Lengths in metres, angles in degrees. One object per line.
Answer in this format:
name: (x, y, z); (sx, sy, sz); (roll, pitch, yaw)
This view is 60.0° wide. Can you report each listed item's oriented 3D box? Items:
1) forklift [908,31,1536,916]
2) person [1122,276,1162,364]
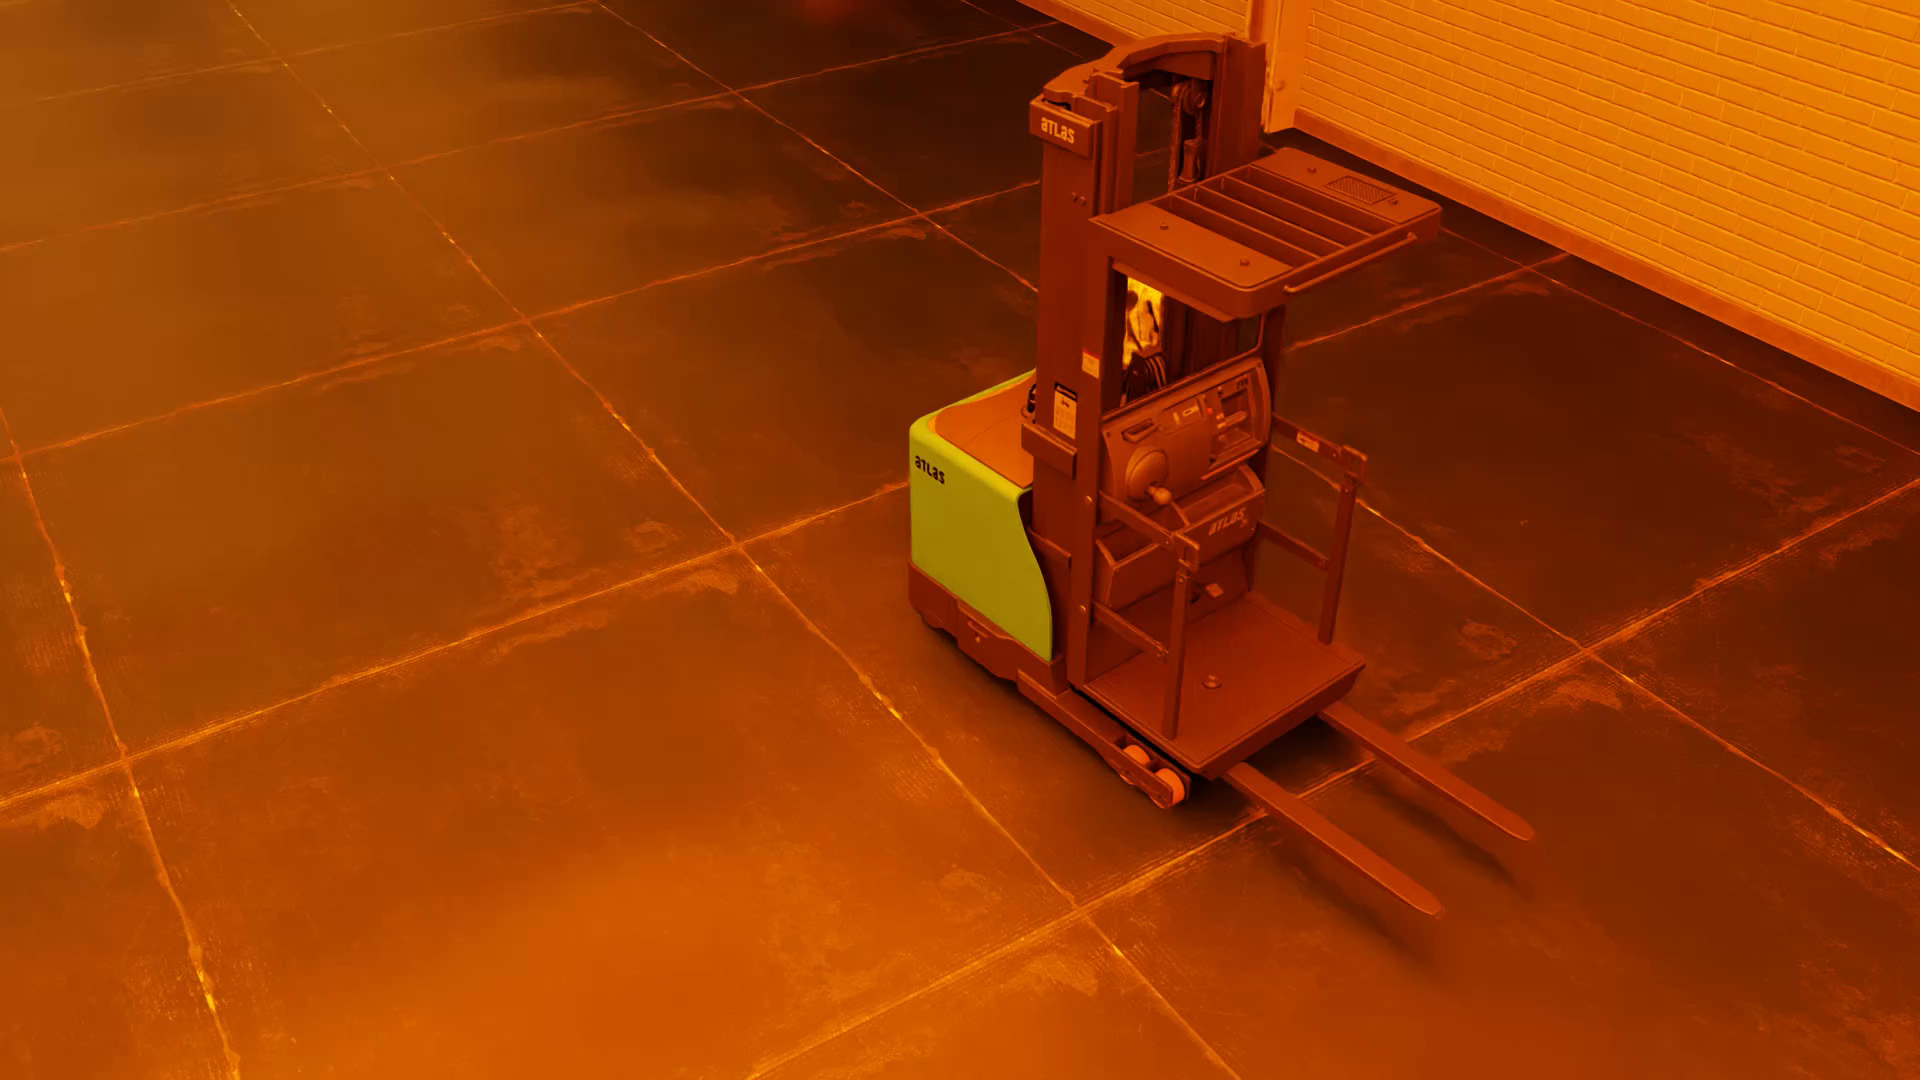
forklift: (1.078, -0.387, 6.699); (1.130, 2.935, 3.031); (-26, 42, -32)
person: (0.864, -0.877, 8.529); (0.774, 1.640, 0.373); (24, 42, 30)
